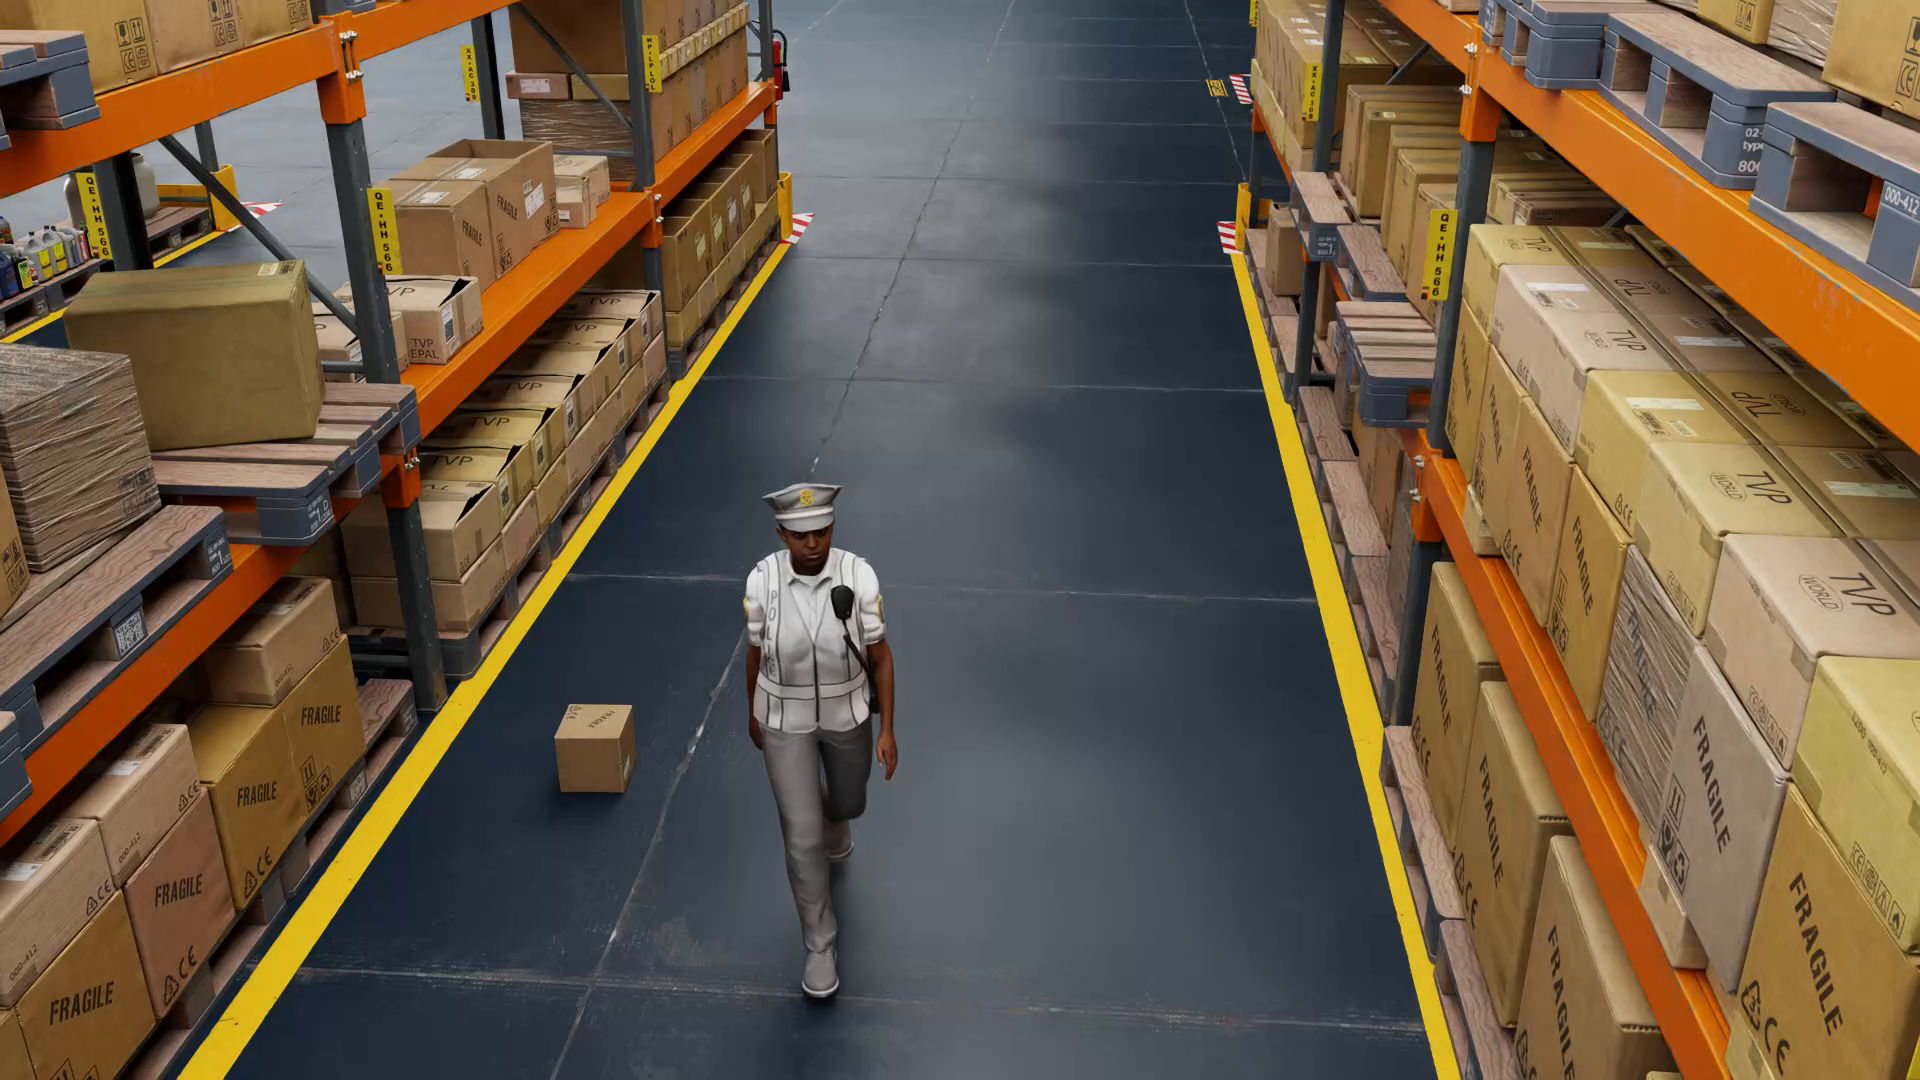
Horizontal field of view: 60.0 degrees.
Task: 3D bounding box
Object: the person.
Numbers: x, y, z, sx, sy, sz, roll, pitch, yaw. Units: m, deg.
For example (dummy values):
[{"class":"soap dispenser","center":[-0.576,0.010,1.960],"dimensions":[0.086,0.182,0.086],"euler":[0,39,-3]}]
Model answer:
[{"class":"person","center":[-0.452,0.544,5.388],"dimensions":[0.463,1.645,0.937],"euler":[-4,25,-9]}]
